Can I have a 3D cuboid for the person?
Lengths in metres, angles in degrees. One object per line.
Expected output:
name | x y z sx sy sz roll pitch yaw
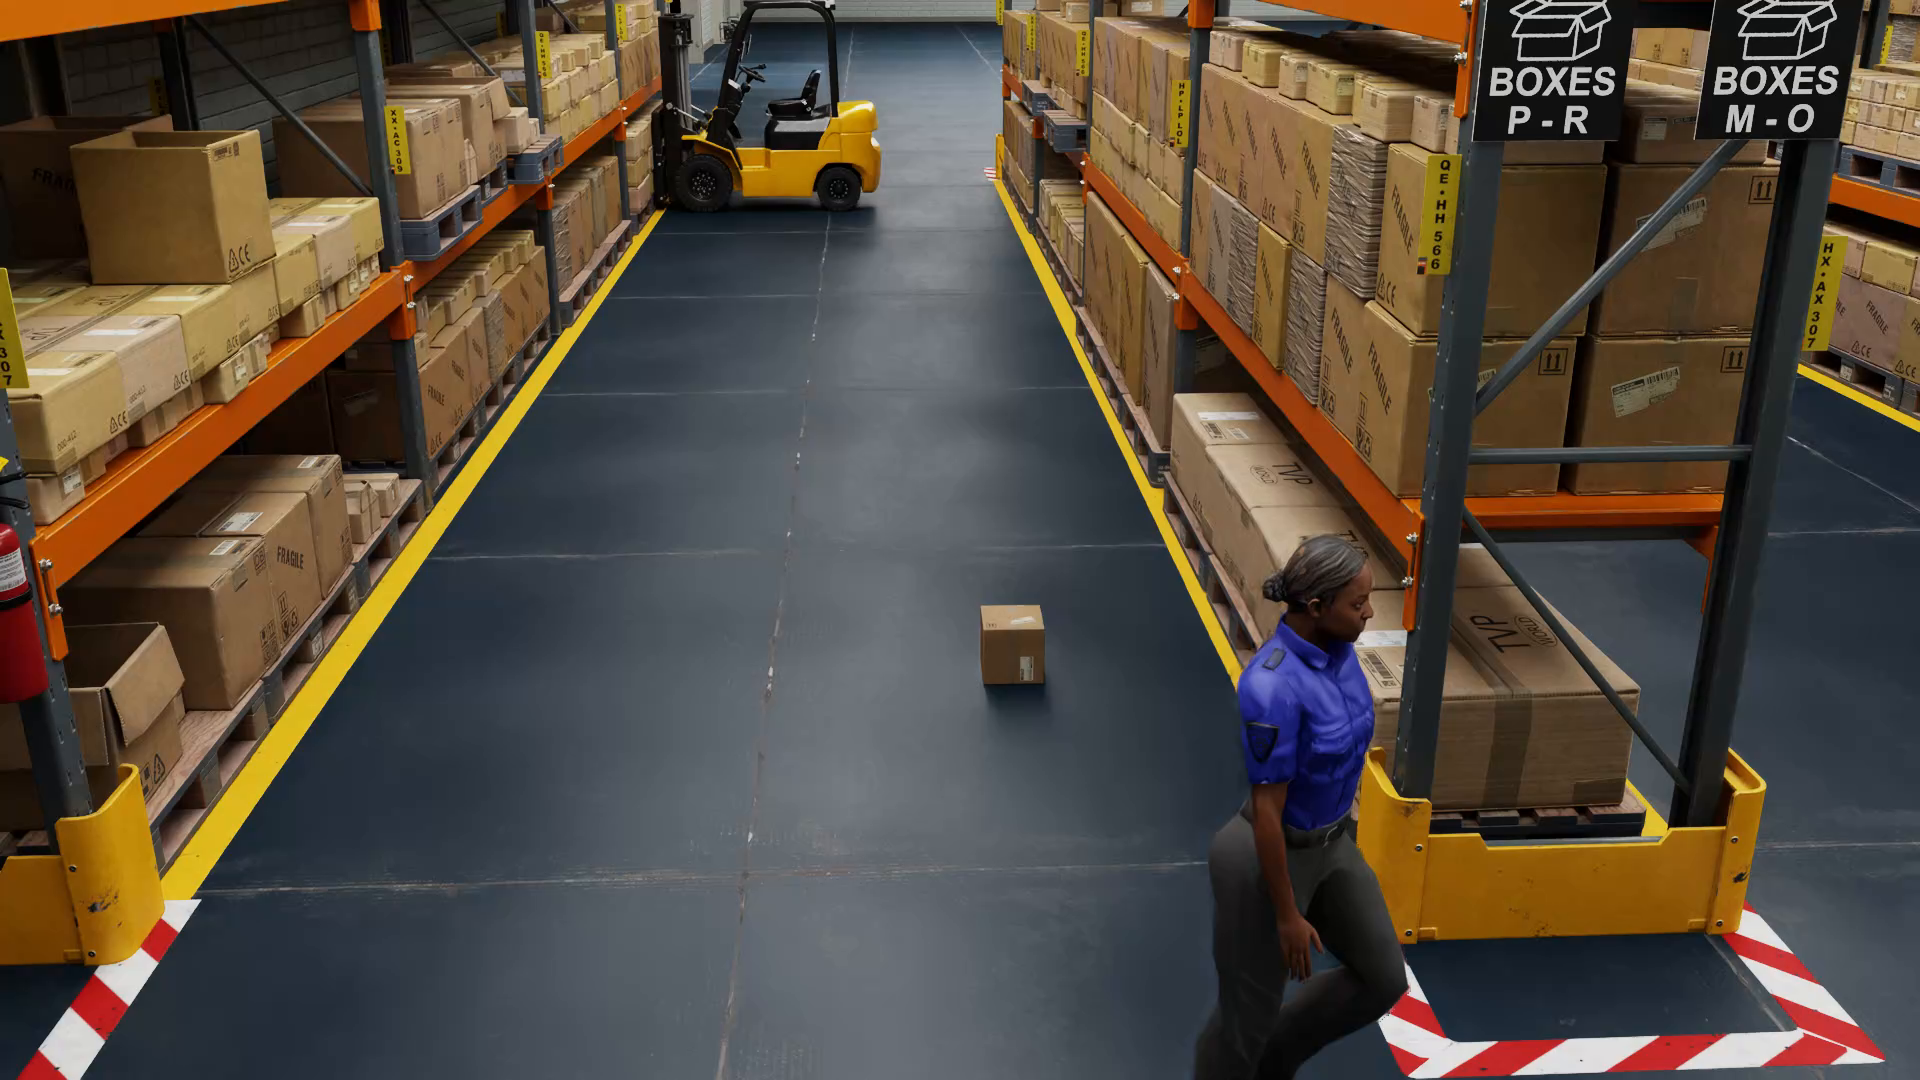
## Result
person | 0.822 0.785 3.925 0.441 1.650 0.521 15 25 35
